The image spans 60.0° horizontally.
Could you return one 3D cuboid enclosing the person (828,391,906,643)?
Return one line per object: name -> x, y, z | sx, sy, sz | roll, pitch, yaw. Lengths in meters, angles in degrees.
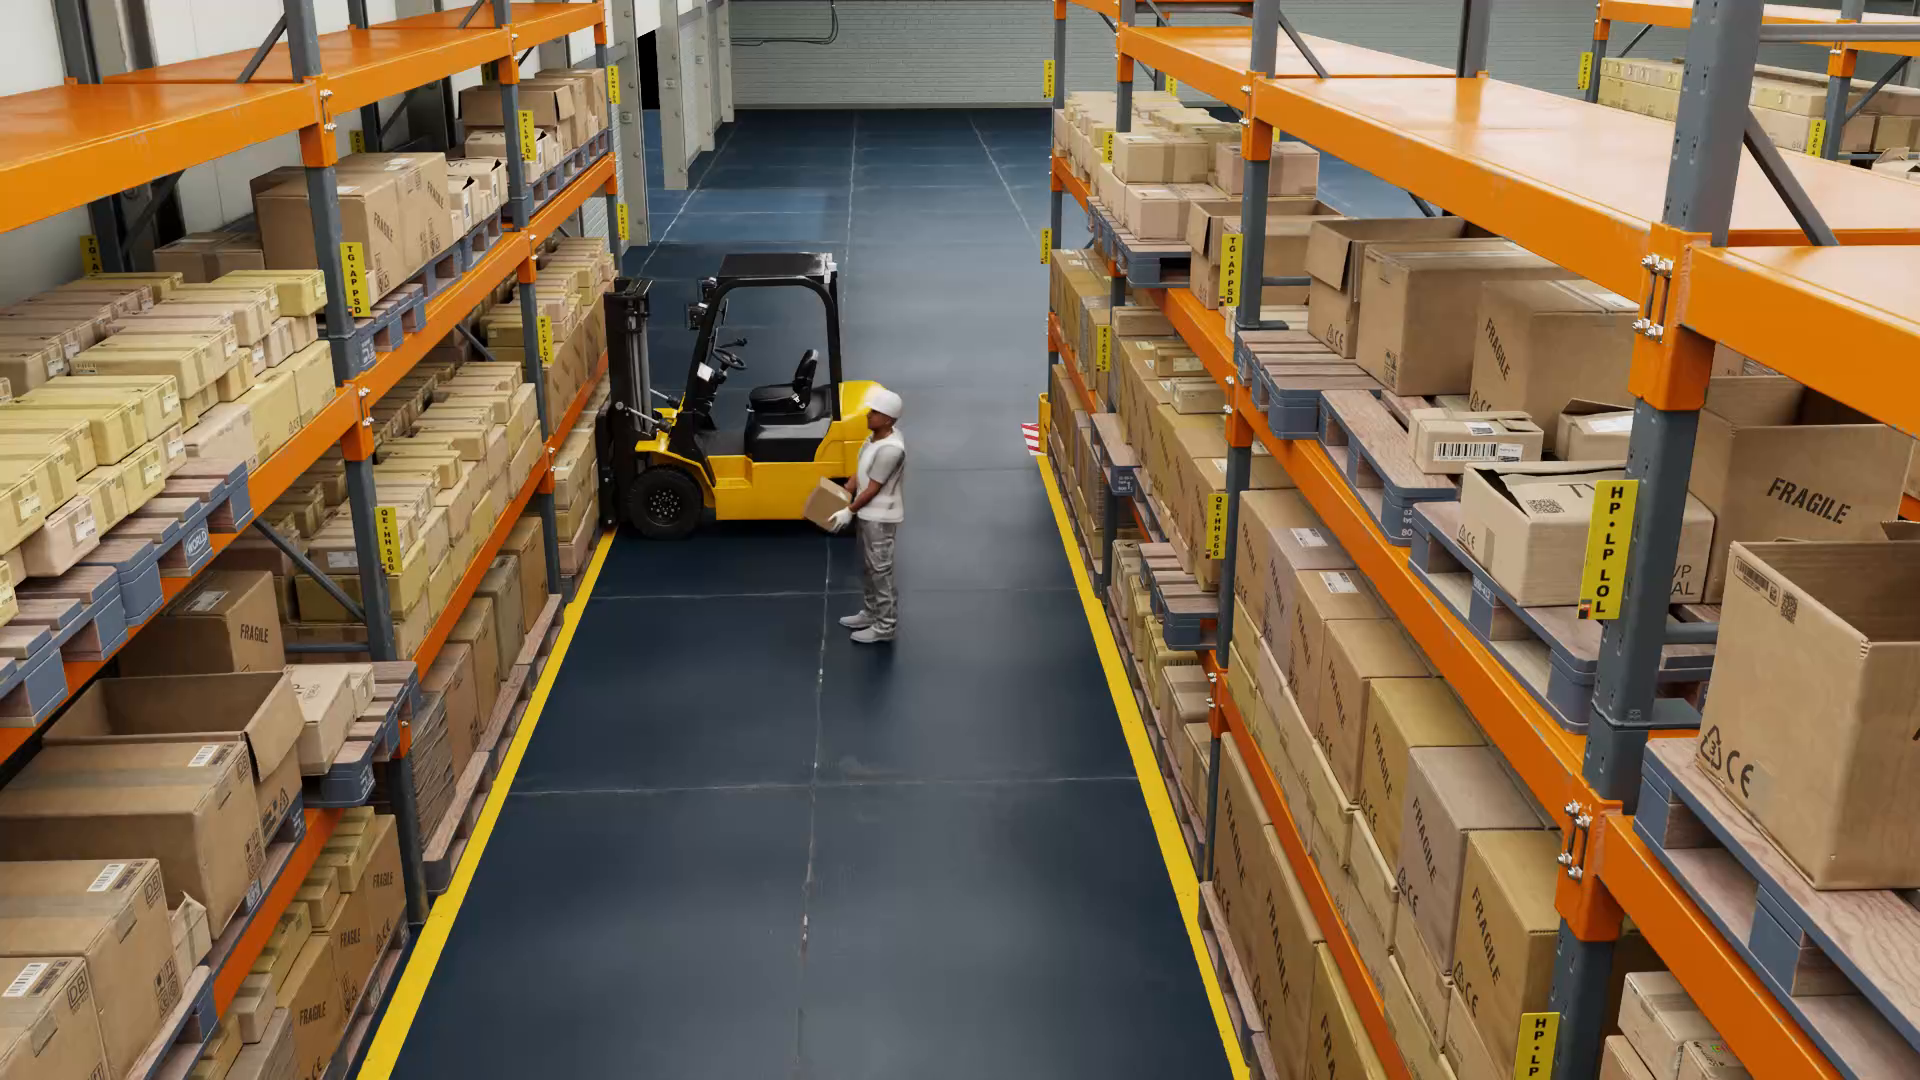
person -> -0.650, -0.159, 11.473 | 0.558, 1.788, 0.532 | -4, 21, -11
